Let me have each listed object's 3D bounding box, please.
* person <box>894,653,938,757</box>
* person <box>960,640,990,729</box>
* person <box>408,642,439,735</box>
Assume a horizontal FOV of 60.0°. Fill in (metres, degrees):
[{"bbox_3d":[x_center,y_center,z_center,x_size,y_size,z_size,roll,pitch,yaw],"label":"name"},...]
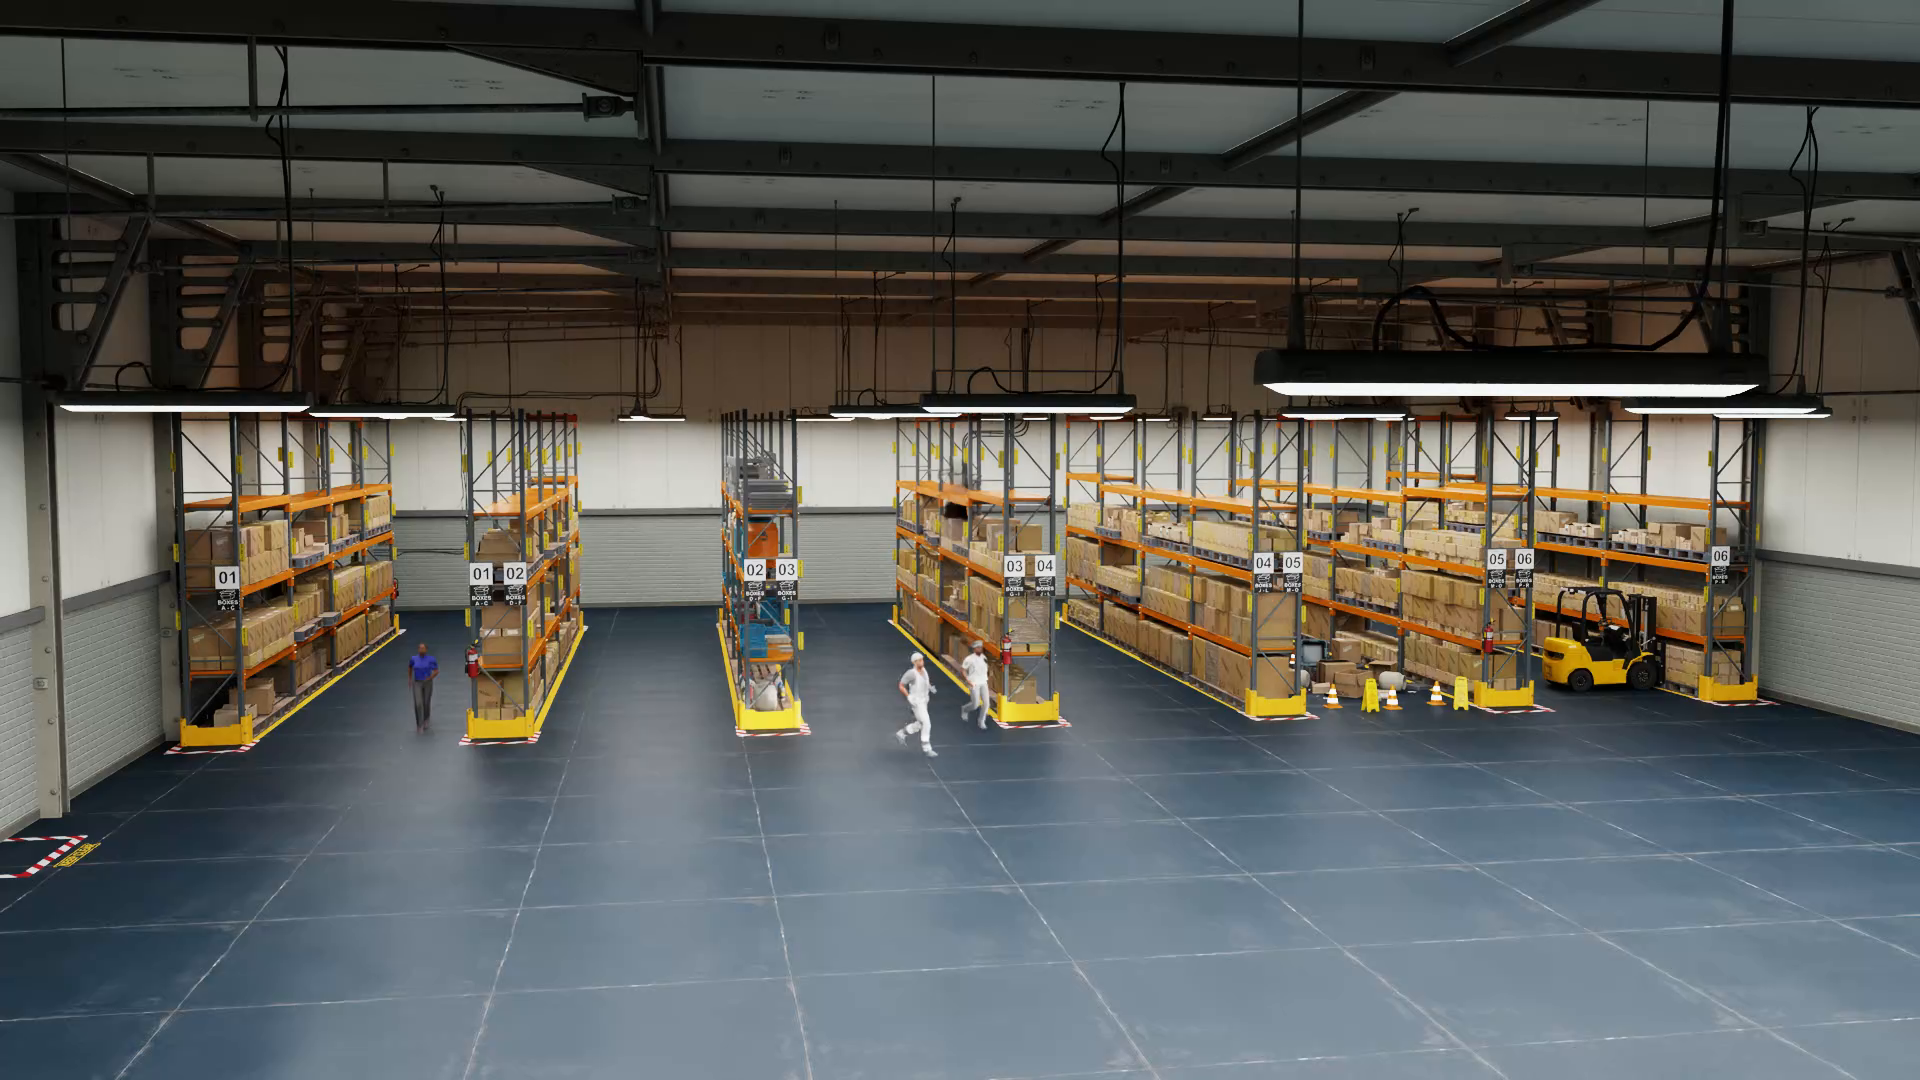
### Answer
[{"bbox_3d":[-0.747,2.830,28.790,0.867,1.786,0.644,2,5,29],"label":"person"},{"bbox_3d":[0.303,2.719,31.433,0.632,1.684,0.587,-3,5,-36],"label":"person"},{"bbox_3d":[-9.995,2.756,30.981,0.556,1.702,0.813,-1,4,-15],"label":"person"}]
